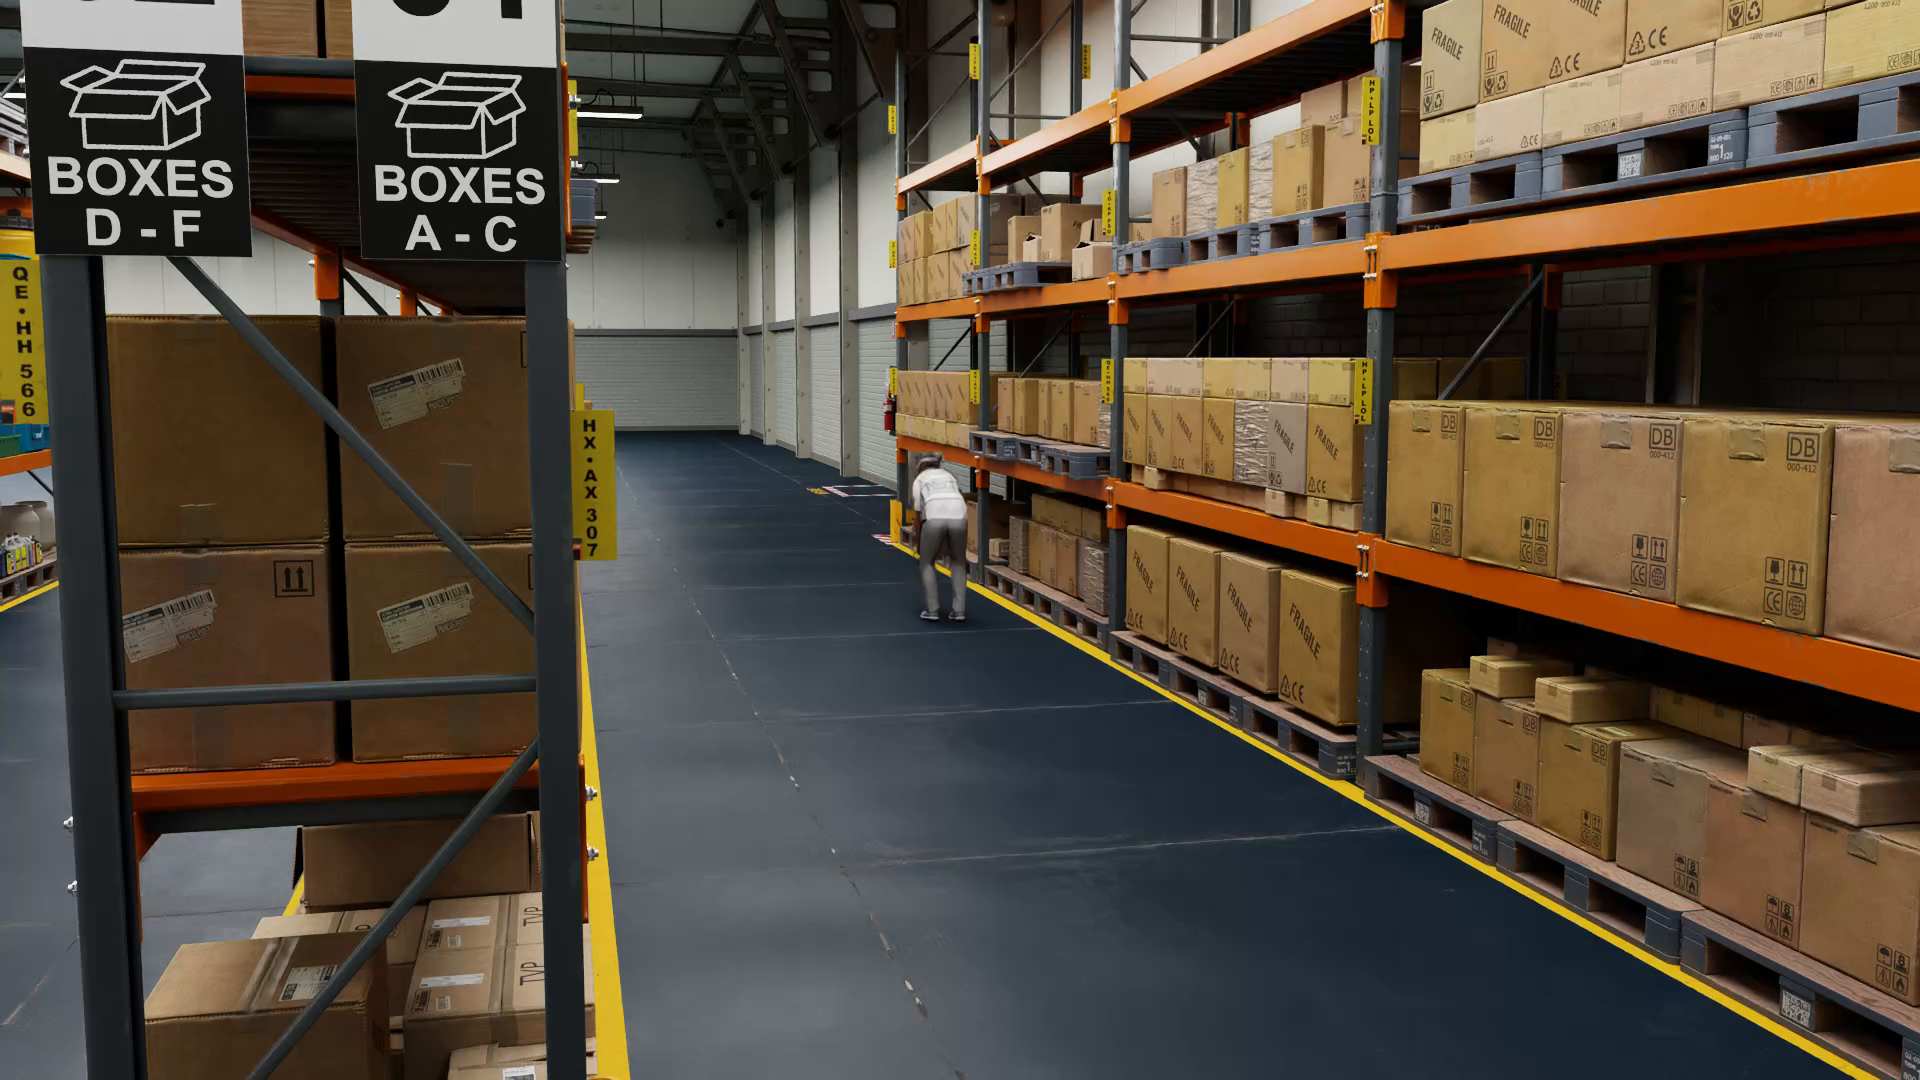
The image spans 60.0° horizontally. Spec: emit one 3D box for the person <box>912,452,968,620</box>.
[{"bbox_3d":[-0.192,-0.036,14.215,0.412,1.411,0.831,-2,6,-15],"label":"person"}]
